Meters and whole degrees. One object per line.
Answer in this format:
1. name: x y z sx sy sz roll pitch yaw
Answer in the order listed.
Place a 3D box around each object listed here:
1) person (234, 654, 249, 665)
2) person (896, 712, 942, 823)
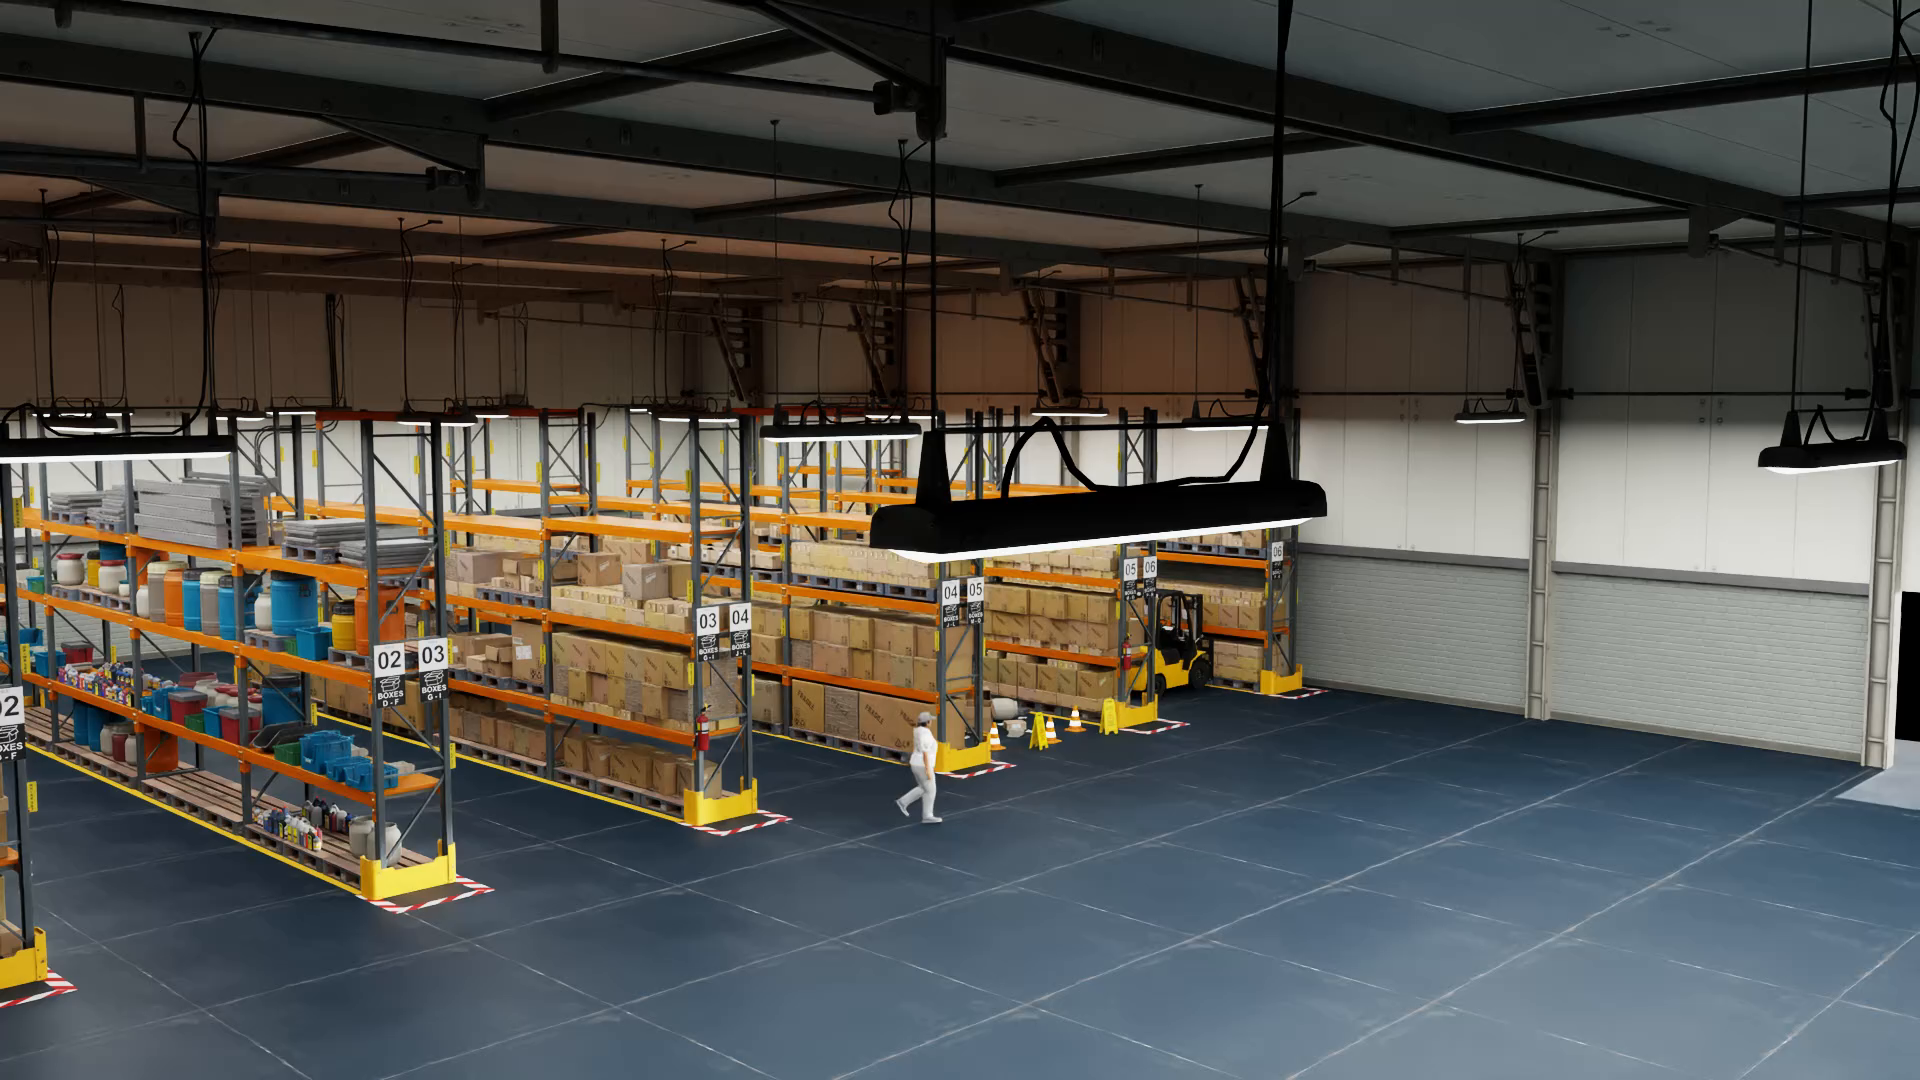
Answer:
1. person: -16.066 2.243 37.267 0.454 1.575 0.774 0 5 -4
2. person: -0.603 3.331 24.431 0.670 1.642 0.481 -1 5 -7
